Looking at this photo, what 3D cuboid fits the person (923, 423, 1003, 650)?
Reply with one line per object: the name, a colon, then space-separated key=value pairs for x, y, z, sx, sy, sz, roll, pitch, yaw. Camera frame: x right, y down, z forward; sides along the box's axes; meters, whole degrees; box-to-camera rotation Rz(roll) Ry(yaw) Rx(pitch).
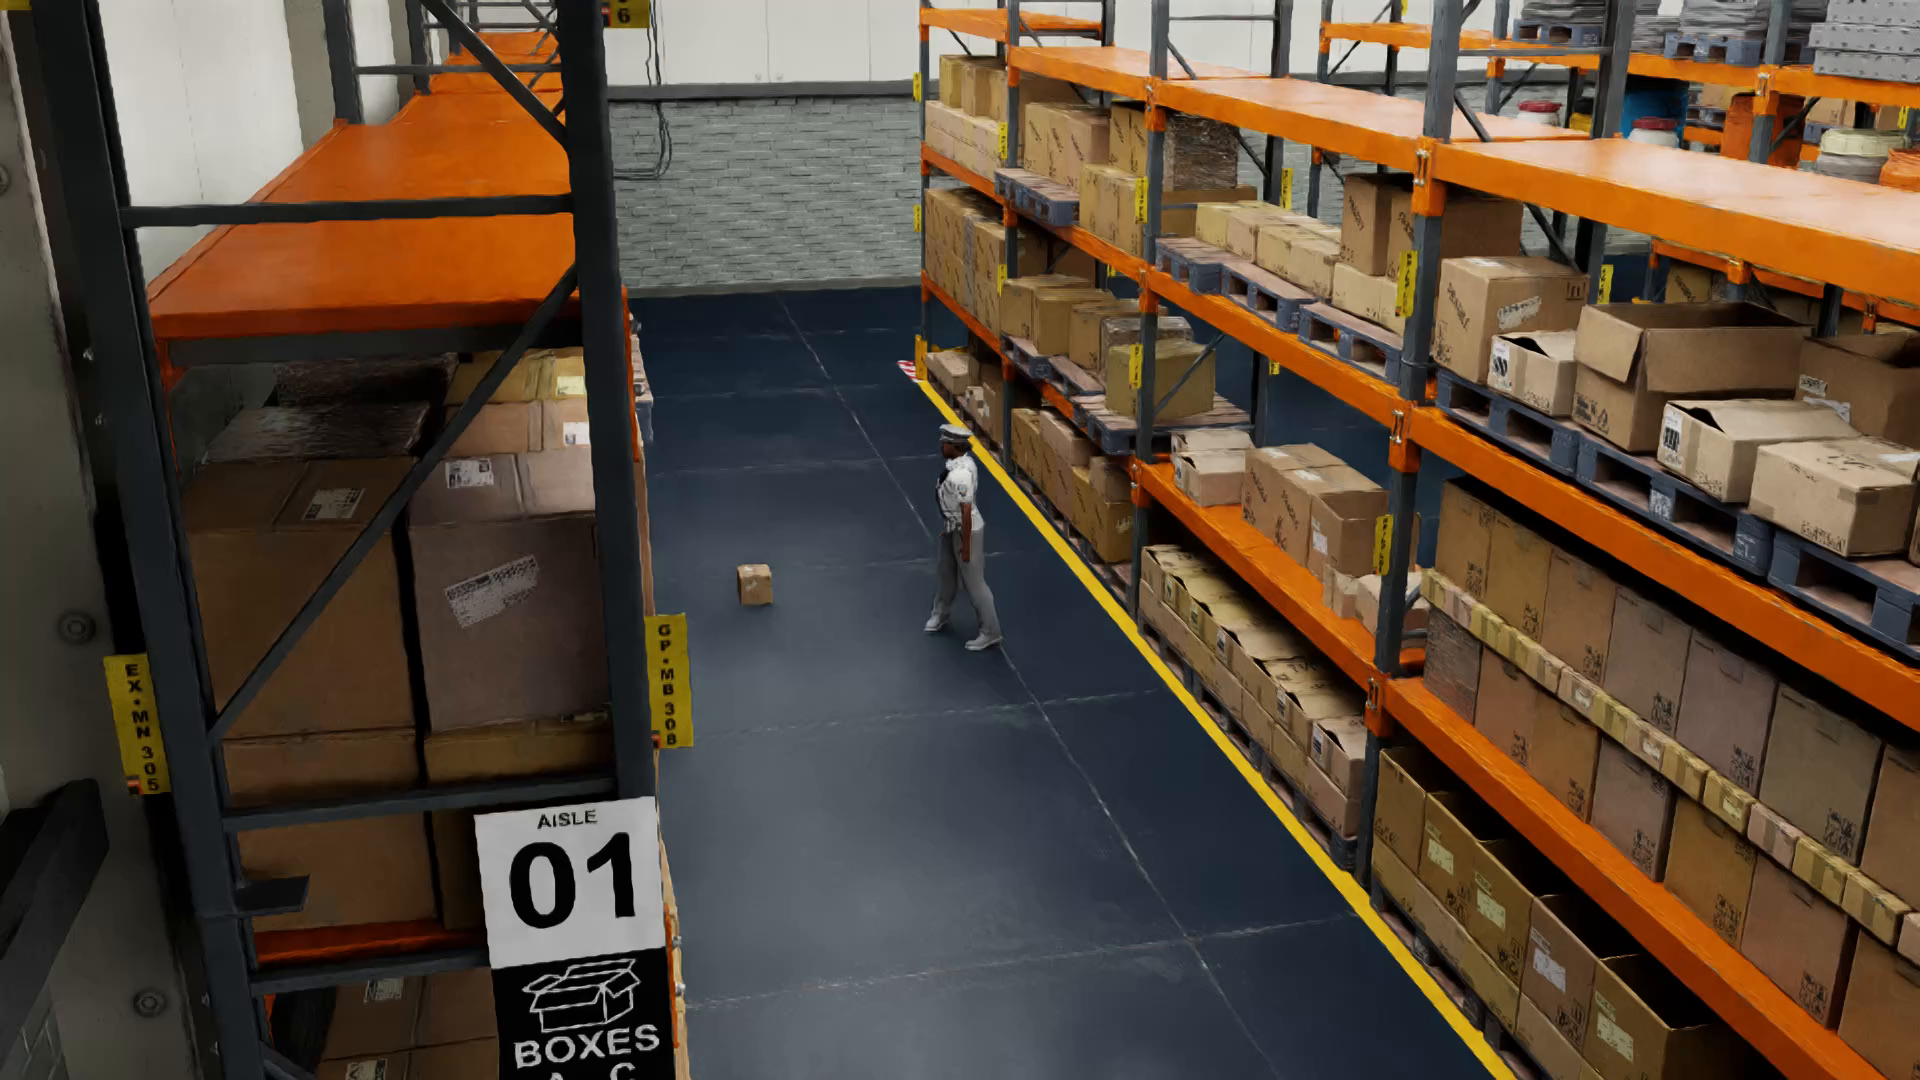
person: x=0.008 y=-0.038 z=12.468 sx=0.562 sy=1.669 sz=0.580 roll=-2 pitch=20 yaw=-6
